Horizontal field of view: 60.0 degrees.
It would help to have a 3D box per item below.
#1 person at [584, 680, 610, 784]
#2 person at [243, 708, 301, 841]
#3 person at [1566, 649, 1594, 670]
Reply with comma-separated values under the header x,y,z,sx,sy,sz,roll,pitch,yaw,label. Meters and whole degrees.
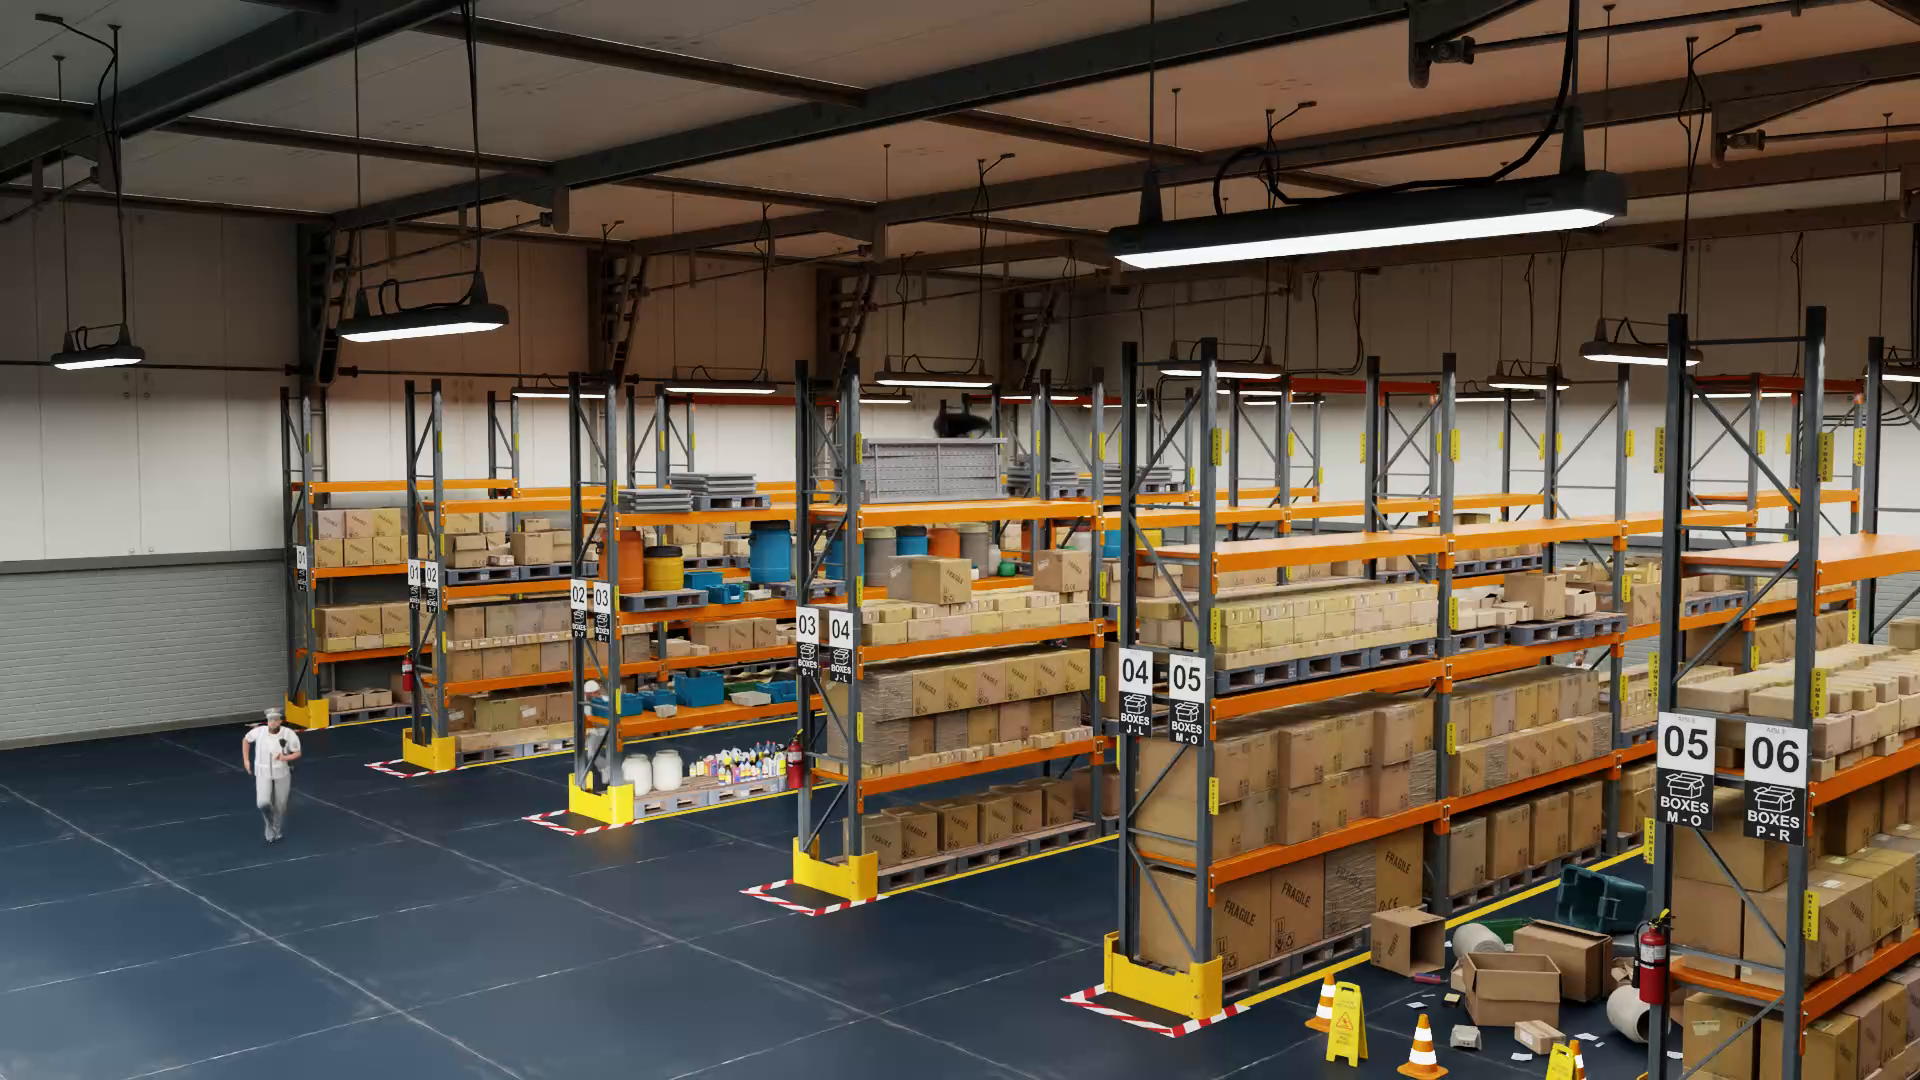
x,y,z,sx,sy,sz,roll,pitch,yaw,label
-5.260,2.804,24.224,0.689,1.600,0.919,1,4,17,person
-8.635,2.946,20.871,0.700,1.730,0.787,-1,4,-17,person
10.143,2.587,27.315,0.594,1.665,0.546,2,4,34,person
